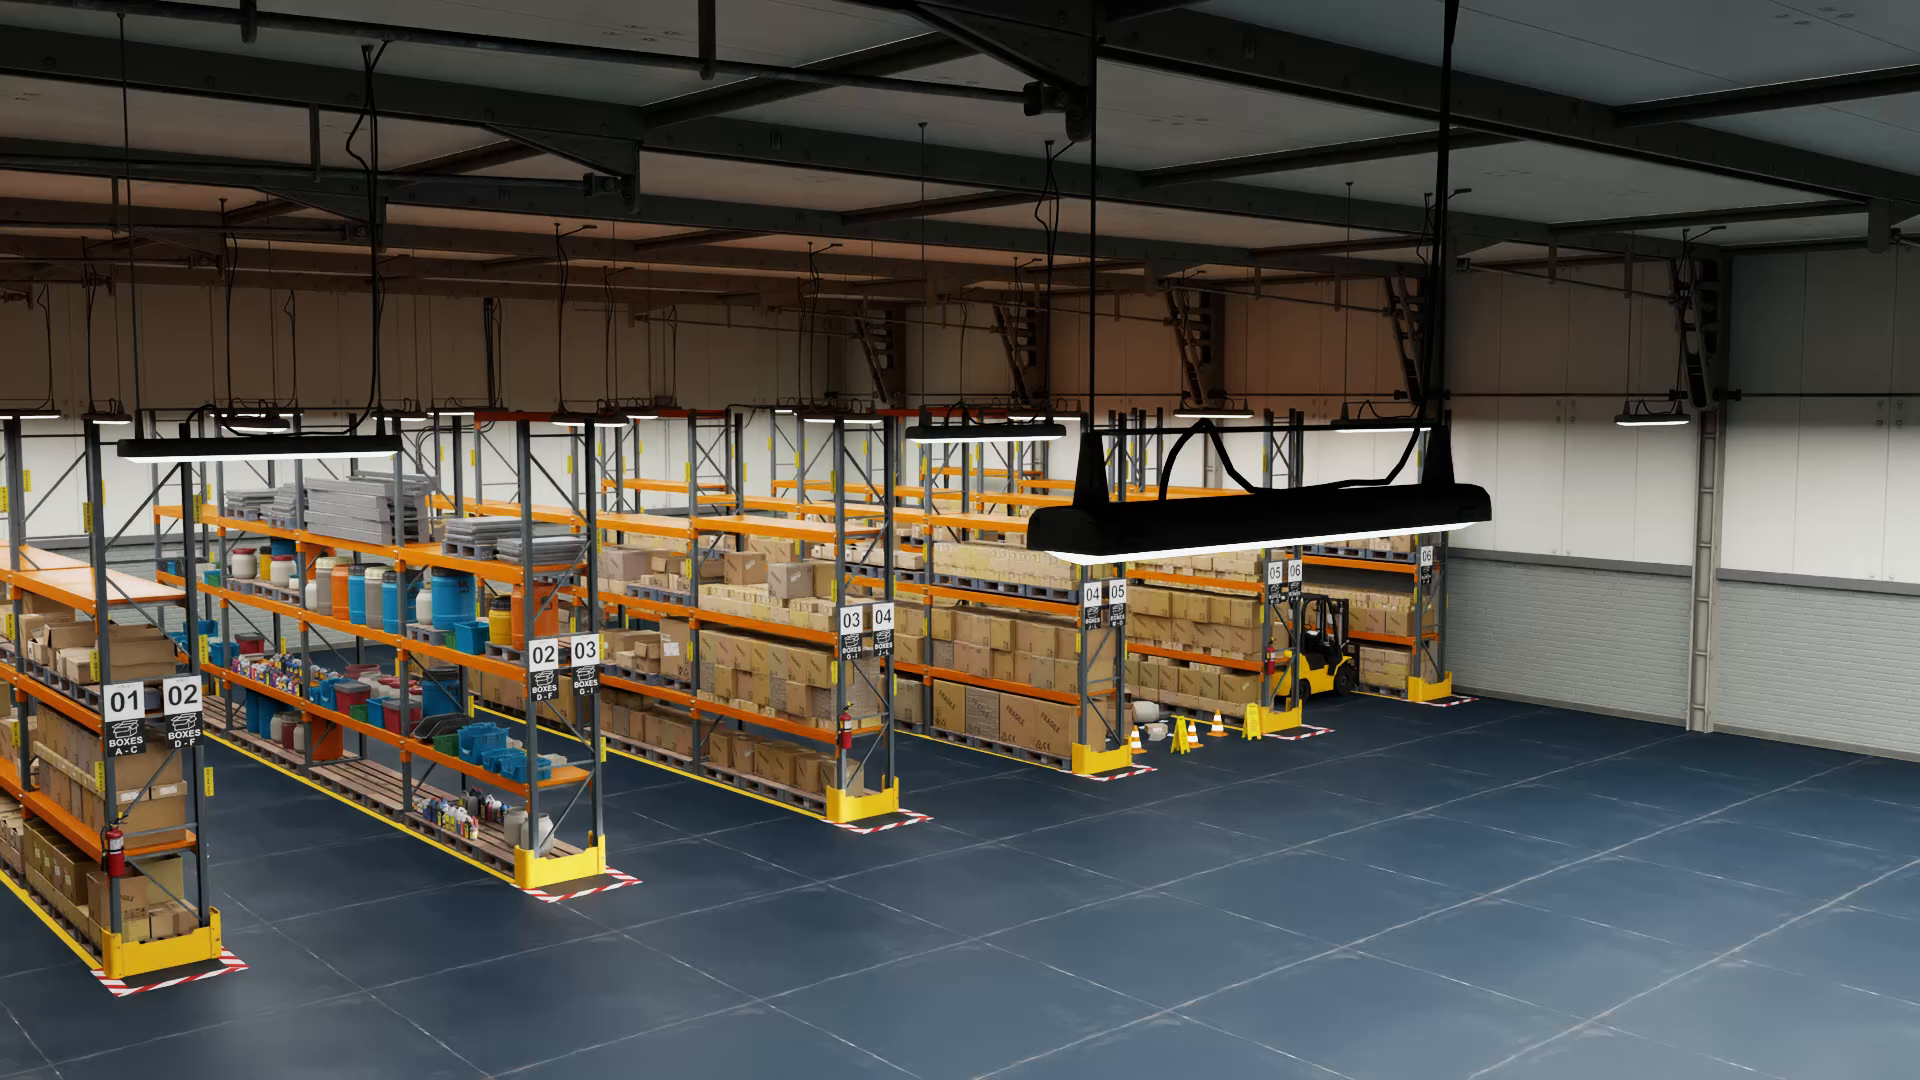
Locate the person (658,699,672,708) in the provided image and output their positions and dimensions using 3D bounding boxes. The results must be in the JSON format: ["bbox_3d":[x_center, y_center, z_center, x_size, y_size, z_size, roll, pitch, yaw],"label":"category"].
[{"bbox_3d":[-5.713,2.622,32.440,0.657,1.744,0.659,4,7,40],"label":"person"}]
